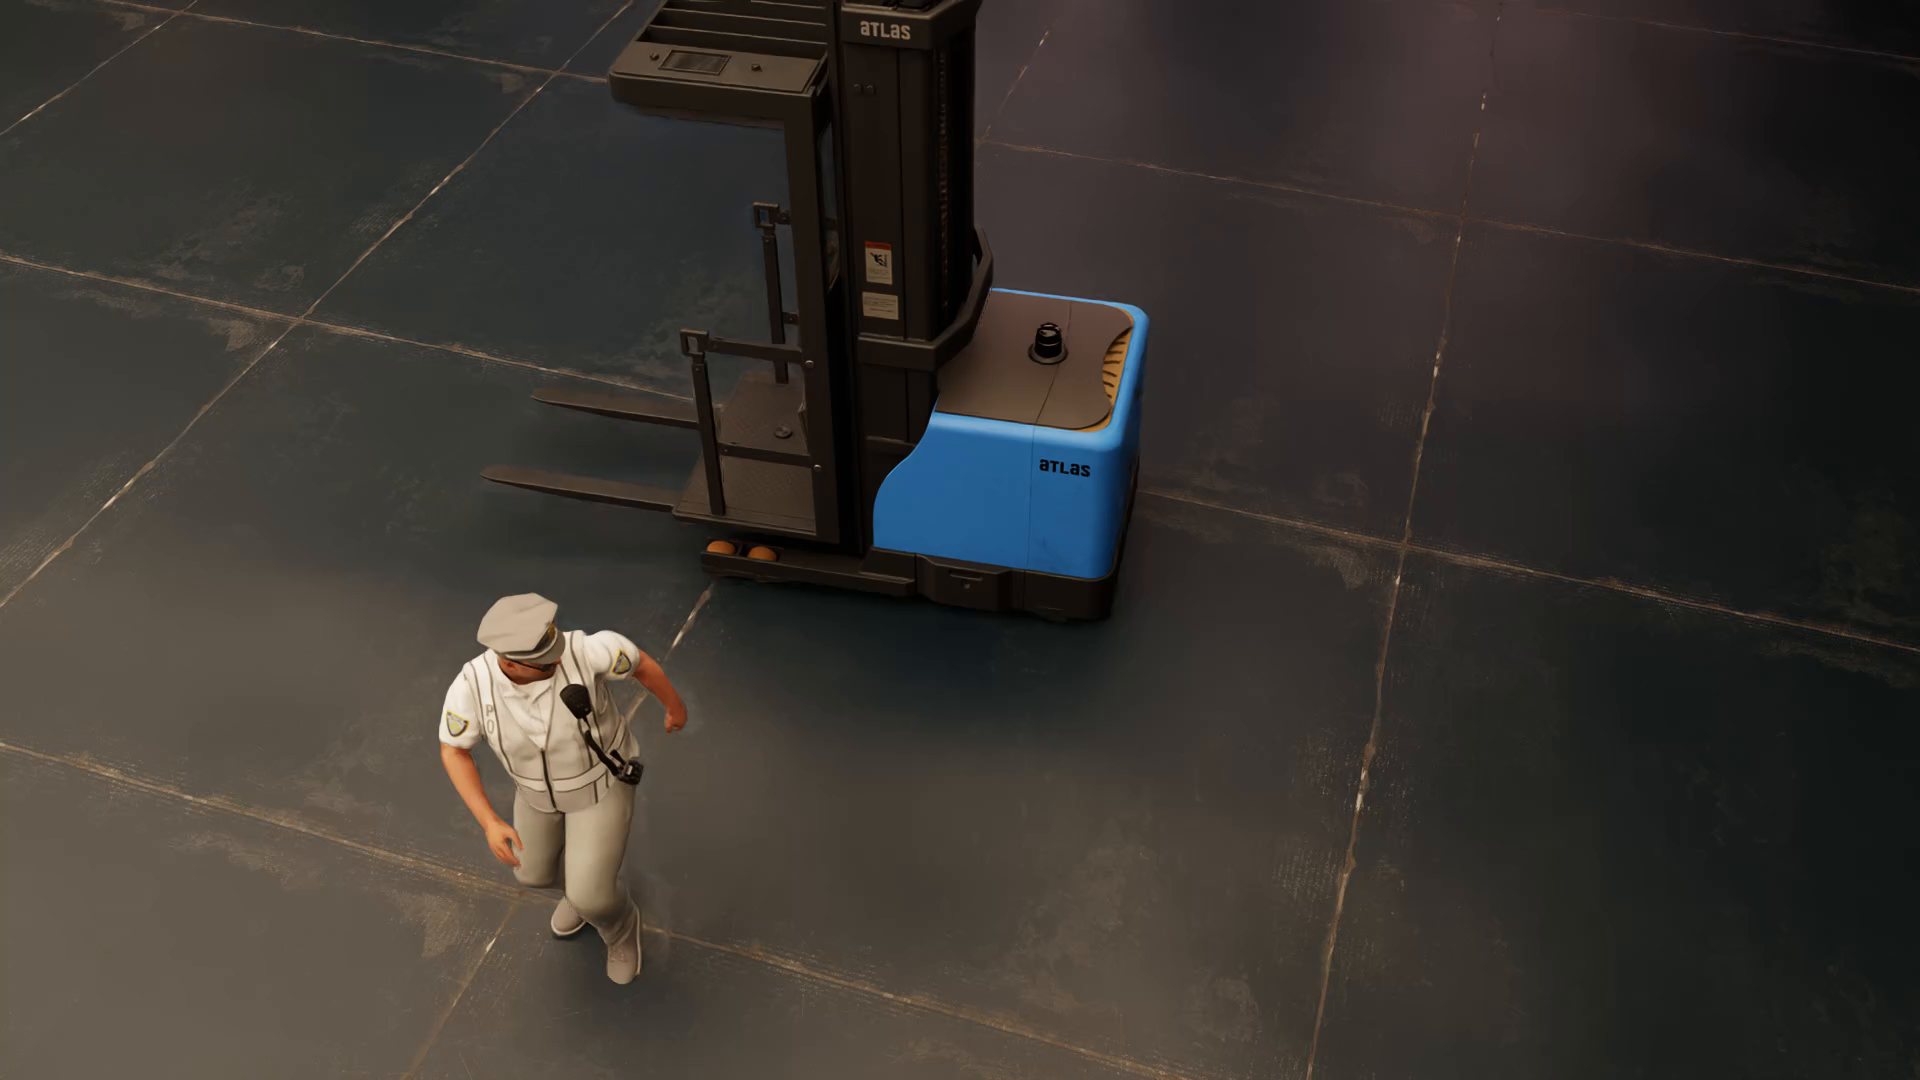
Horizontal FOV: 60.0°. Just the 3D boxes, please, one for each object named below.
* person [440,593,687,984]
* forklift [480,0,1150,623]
[{"bbox_3d":[-1.360,0.846,5.743,0.674,1.742,0.773,7,43,8],"label":"person"},{"bbox_3d":[-0.716,-1.221,7.001,3.031,2.935,1.130,8,44,9],"label":"forklift"}]
